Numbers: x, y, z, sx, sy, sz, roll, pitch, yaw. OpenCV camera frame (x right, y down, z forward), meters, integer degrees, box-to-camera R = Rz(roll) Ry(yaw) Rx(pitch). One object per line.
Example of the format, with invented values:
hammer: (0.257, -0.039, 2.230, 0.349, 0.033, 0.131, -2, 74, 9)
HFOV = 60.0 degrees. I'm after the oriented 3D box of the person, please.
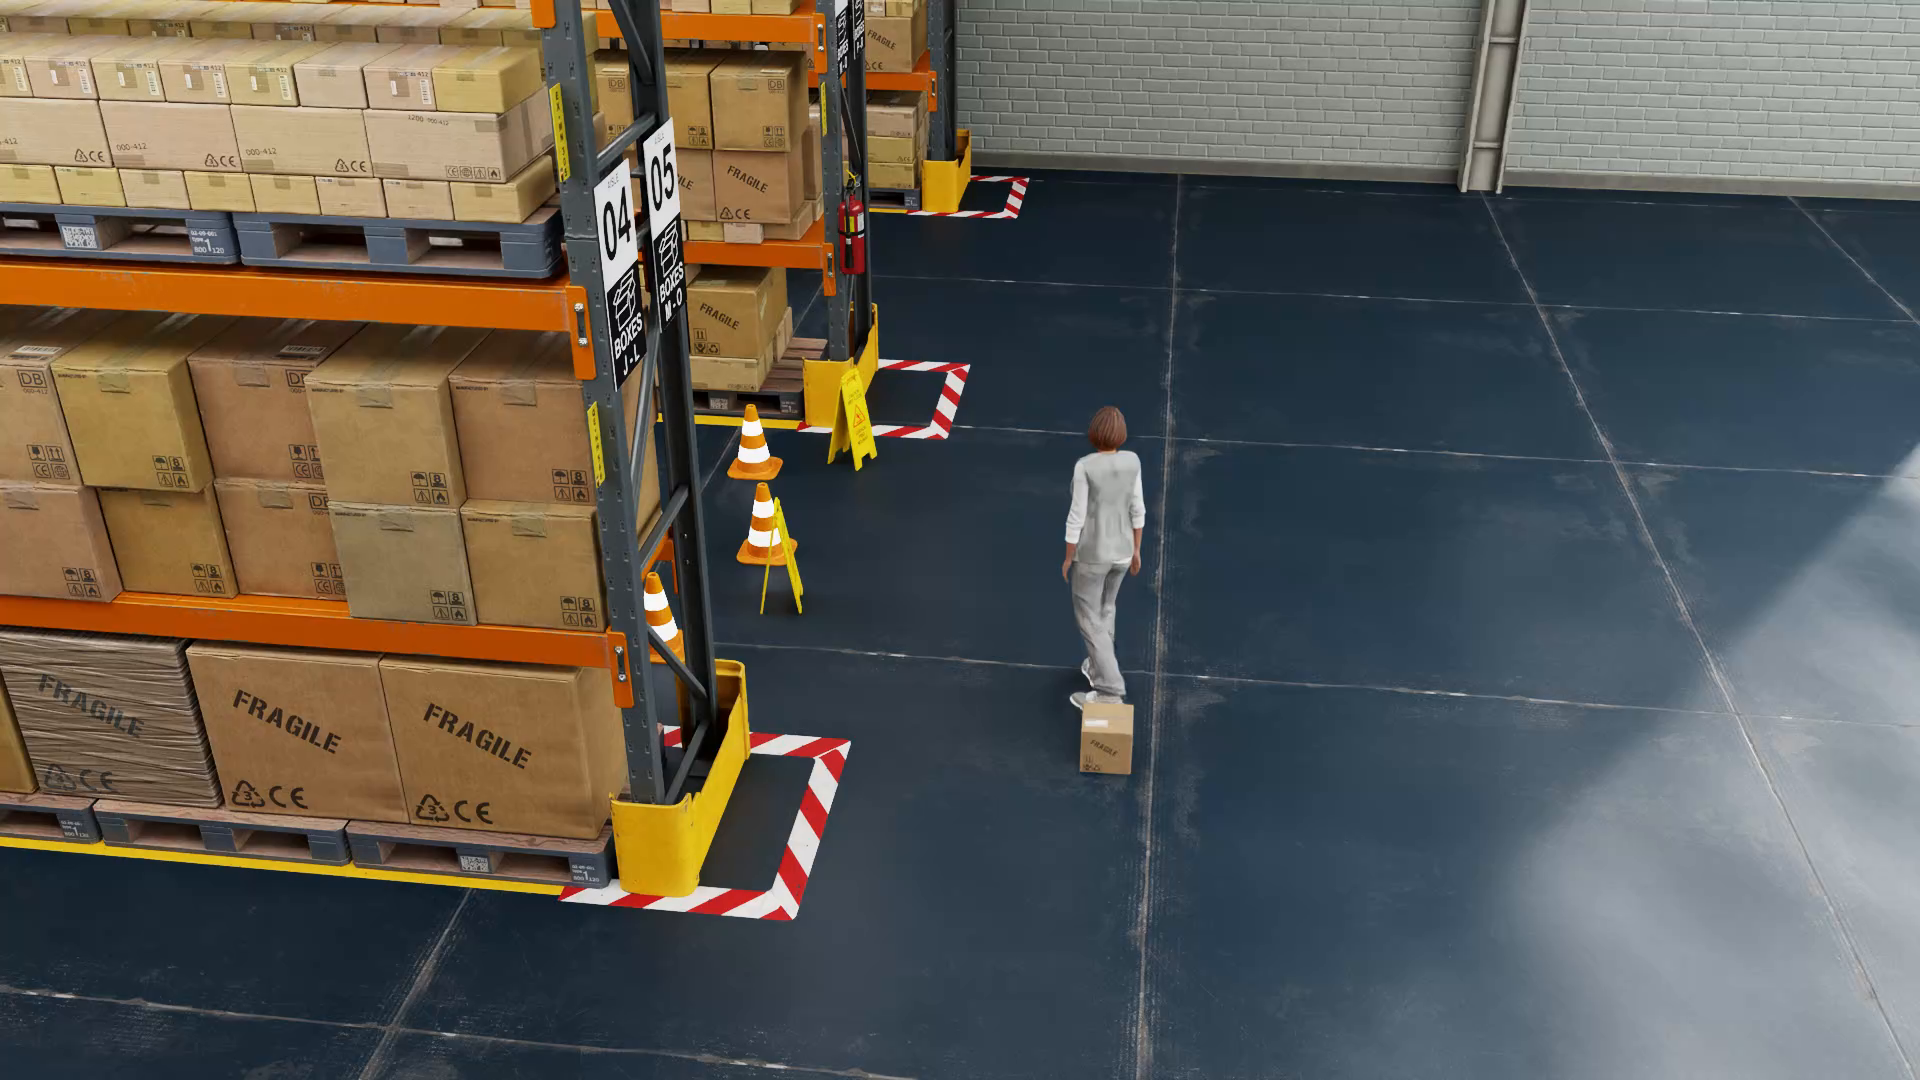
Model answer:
person: (0.748, 0.110, 8.437, 0.470, 1.585, 0.513, -14, 32, -23)
